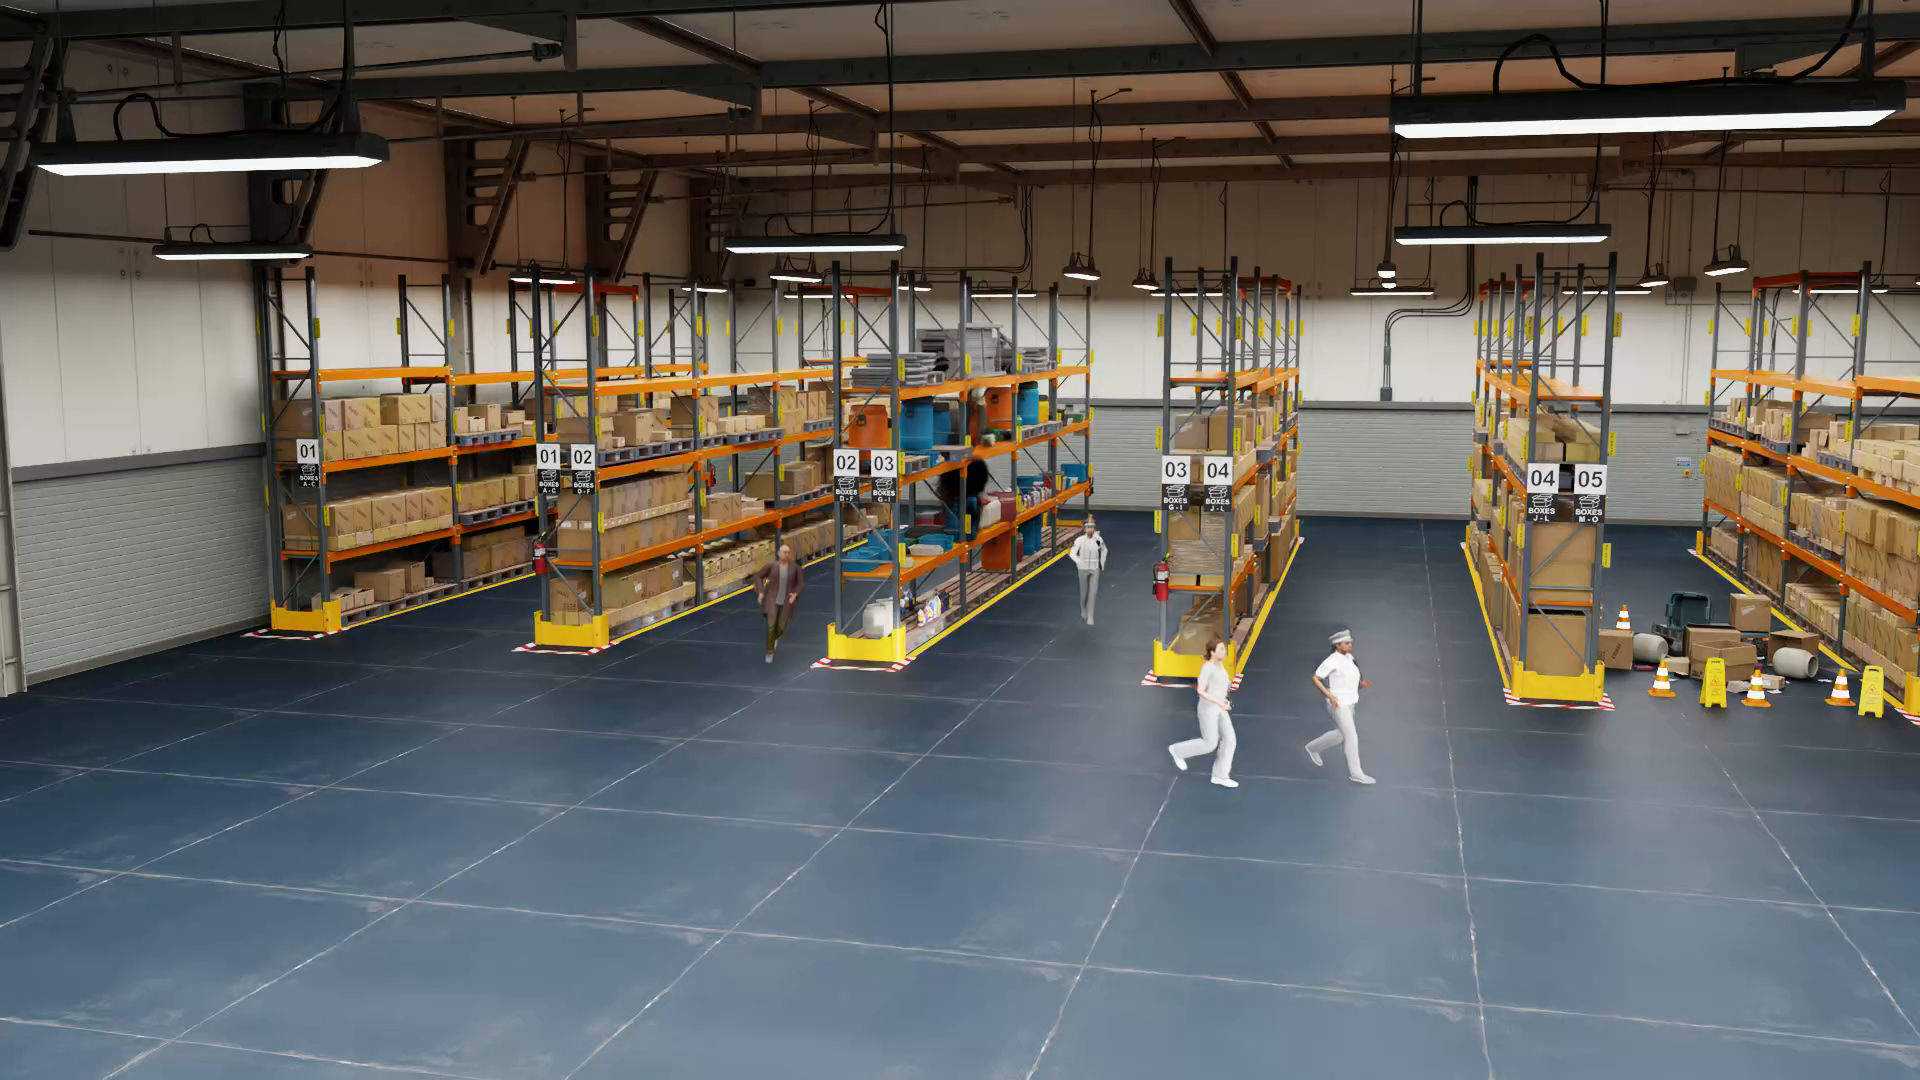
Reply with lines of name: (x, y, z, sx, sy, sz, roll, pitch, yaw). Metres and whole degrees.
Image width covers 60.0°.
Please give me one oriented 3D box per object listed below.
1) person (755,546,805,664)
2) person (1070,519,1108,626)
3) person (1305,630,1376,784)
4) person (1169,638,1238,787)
person: (-2.730, 0.997, 25.282, 0.762, 1.658, 0.774, -1, 7, -11)
person: (2.046, 0.490, 26.714, 0.554, 1.682, 0.808, 0, 7, 1)
person: (4.226, 1.816, 18.492, 0.924, 1.675, 0.583, 6, 9, 40)
person: (2.716, 1.877, 18.349, 0.801, 1.637, 0.554, 5, 9, 34)
